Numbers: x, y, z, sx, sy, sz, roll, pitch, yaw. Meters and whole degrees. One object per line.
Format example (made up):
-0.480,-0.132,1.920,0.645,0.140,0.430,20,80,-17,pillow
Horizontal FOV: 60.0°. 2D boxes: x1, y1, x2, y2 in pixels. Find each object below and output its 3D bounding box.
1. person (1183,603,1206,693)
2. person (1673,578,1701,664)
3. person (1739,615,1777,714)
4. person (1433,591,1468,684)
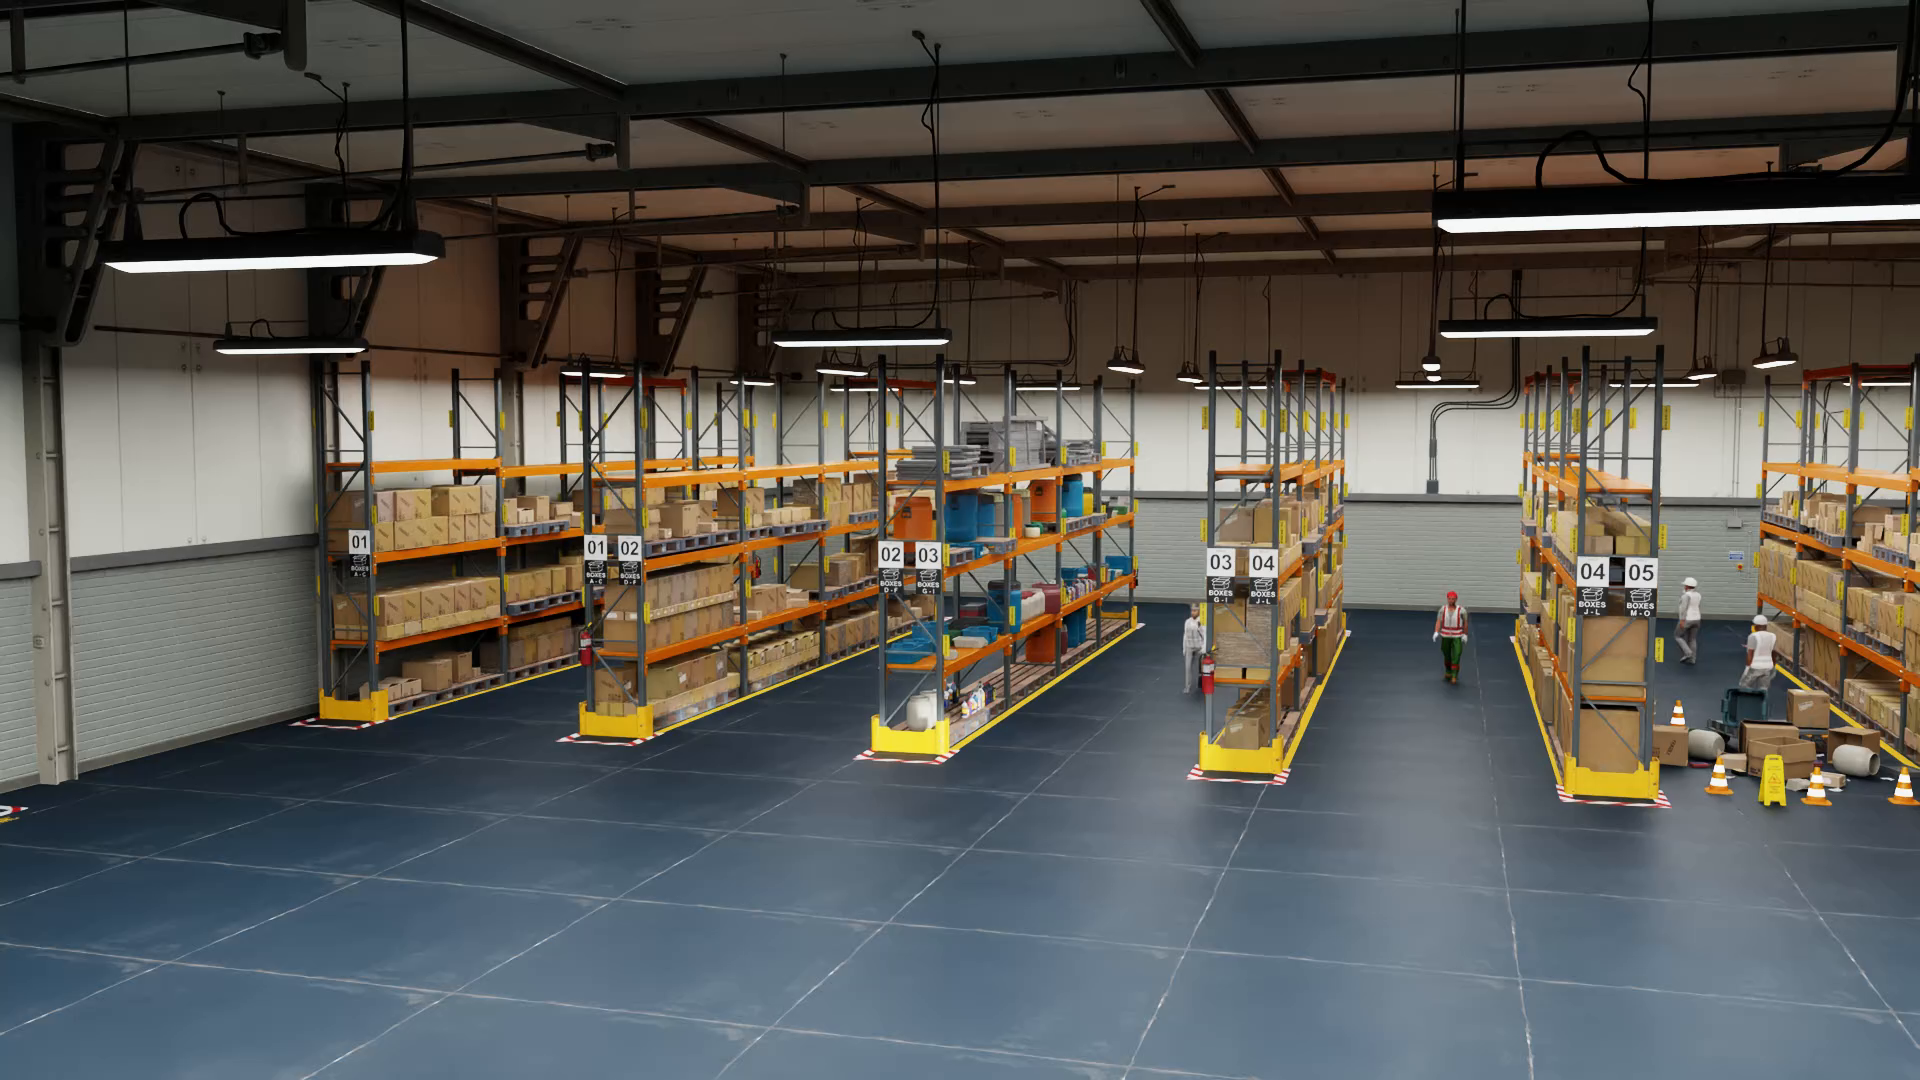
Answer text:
4.347,1.975,30.681,0.509,1.622,1.041,1,4,17,person
15.074,1.663,34.333,0.571,1.773,0.453,-2,5,-25,person
13.295,2.137,27.627,0.609,1.786,0.463,-1,4,-13,person
9.387,1.842,31.814,0.636,1.725,1.067,1,4,19,person
